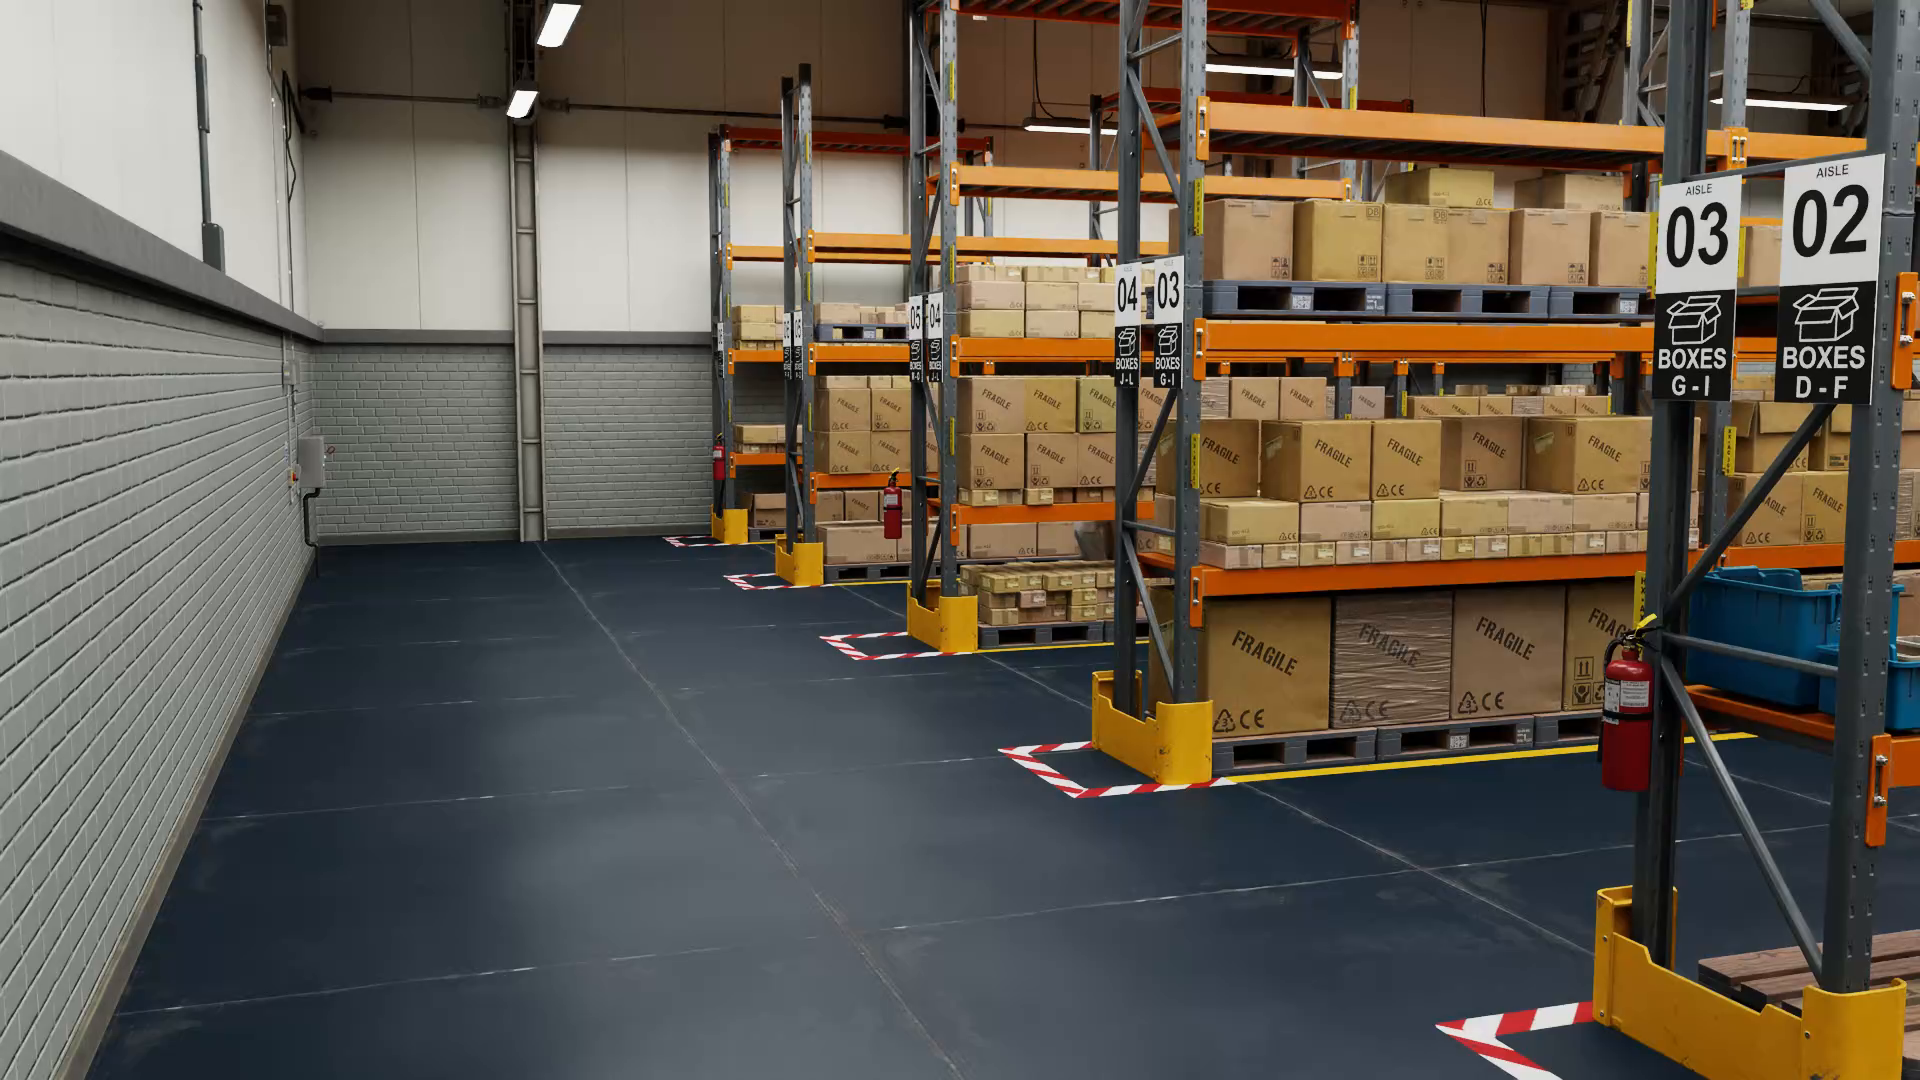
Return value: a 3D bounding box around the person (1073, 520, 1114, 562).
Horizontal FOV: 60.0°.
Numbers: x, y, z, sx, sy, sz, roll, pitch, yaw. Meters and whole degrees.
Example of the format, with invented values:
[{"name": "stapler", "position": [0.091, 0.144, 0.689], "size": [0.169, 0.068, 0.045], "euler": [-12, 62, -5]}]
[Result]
[{"name": "person", "position": [1.554, 0.017, 17.503], "size": [0.726, 1.449, 0.408], "euler": [-1, 6, -14]}]
